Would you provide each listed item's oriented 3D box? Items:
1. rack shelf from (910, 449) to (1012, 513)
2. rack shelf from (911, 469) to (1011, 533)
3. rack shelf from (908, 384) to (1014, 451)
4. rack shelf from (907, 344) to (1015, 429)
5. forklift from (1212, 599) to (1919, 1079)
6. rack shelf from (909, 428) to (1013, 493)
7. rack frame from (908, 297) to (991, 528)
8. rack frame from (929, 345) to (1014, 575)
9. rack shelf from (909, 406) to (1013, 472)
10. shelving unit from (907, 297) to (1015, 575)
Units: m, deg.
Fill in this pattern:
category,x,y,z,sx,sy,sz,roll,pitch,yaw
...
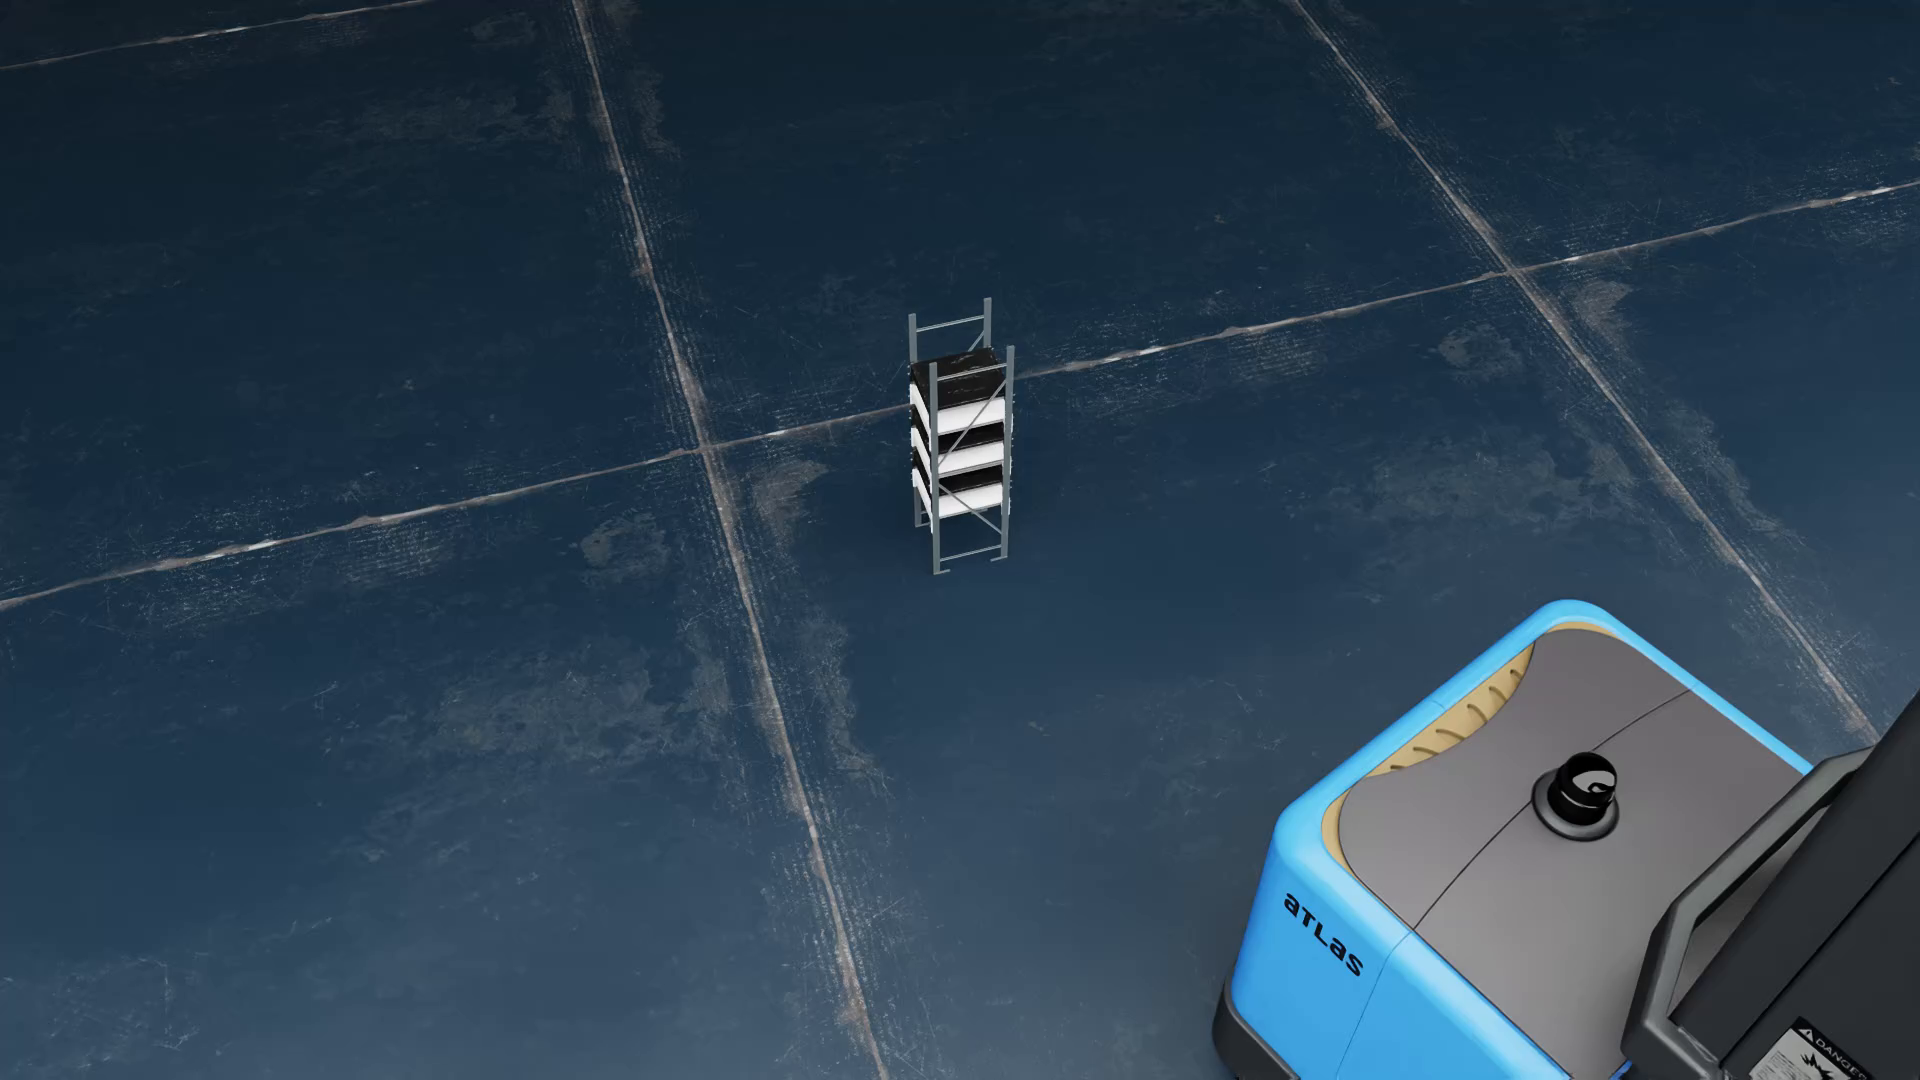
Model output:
category,x,y,z,sx,sy,sz,roll,pitch,yaw
rack shelf,0.002,-0.205,4.995,0.258,0.077,0.200,-13,51,-11
rack shelf,0.002,-0.147,5.064,0.258,0.077,0.200,-13,51,-11
rack shelf,0.002,-0.379,4.789,0.258,0.077,0.200,-13,51,-11
rack shelf,0.002,-0.437,4.720,0.258,0.077,0.200,-13,51,-11
forklift,1.943,0.964,2.520,1.130,2.935,3.031,-32,57,-24
rack shelf,0.002,-0.263,4.926,0.258,0.077,0.200,-13,51,-11
rack frame,-0.028,-0.358,4.964,0.240,0.900,0.006,-13,51,-11
rack frame,0.032,-0.210,4.838,0.240,0.900,0.006,-13,51,-11
rack shelf,0.002,-0.321,4.858,0.258,0.077,0.200,-13,51,-11
shelving unit,0.002,-0.284,4.901,0.258,0.900,0.210,-13,51,-11
